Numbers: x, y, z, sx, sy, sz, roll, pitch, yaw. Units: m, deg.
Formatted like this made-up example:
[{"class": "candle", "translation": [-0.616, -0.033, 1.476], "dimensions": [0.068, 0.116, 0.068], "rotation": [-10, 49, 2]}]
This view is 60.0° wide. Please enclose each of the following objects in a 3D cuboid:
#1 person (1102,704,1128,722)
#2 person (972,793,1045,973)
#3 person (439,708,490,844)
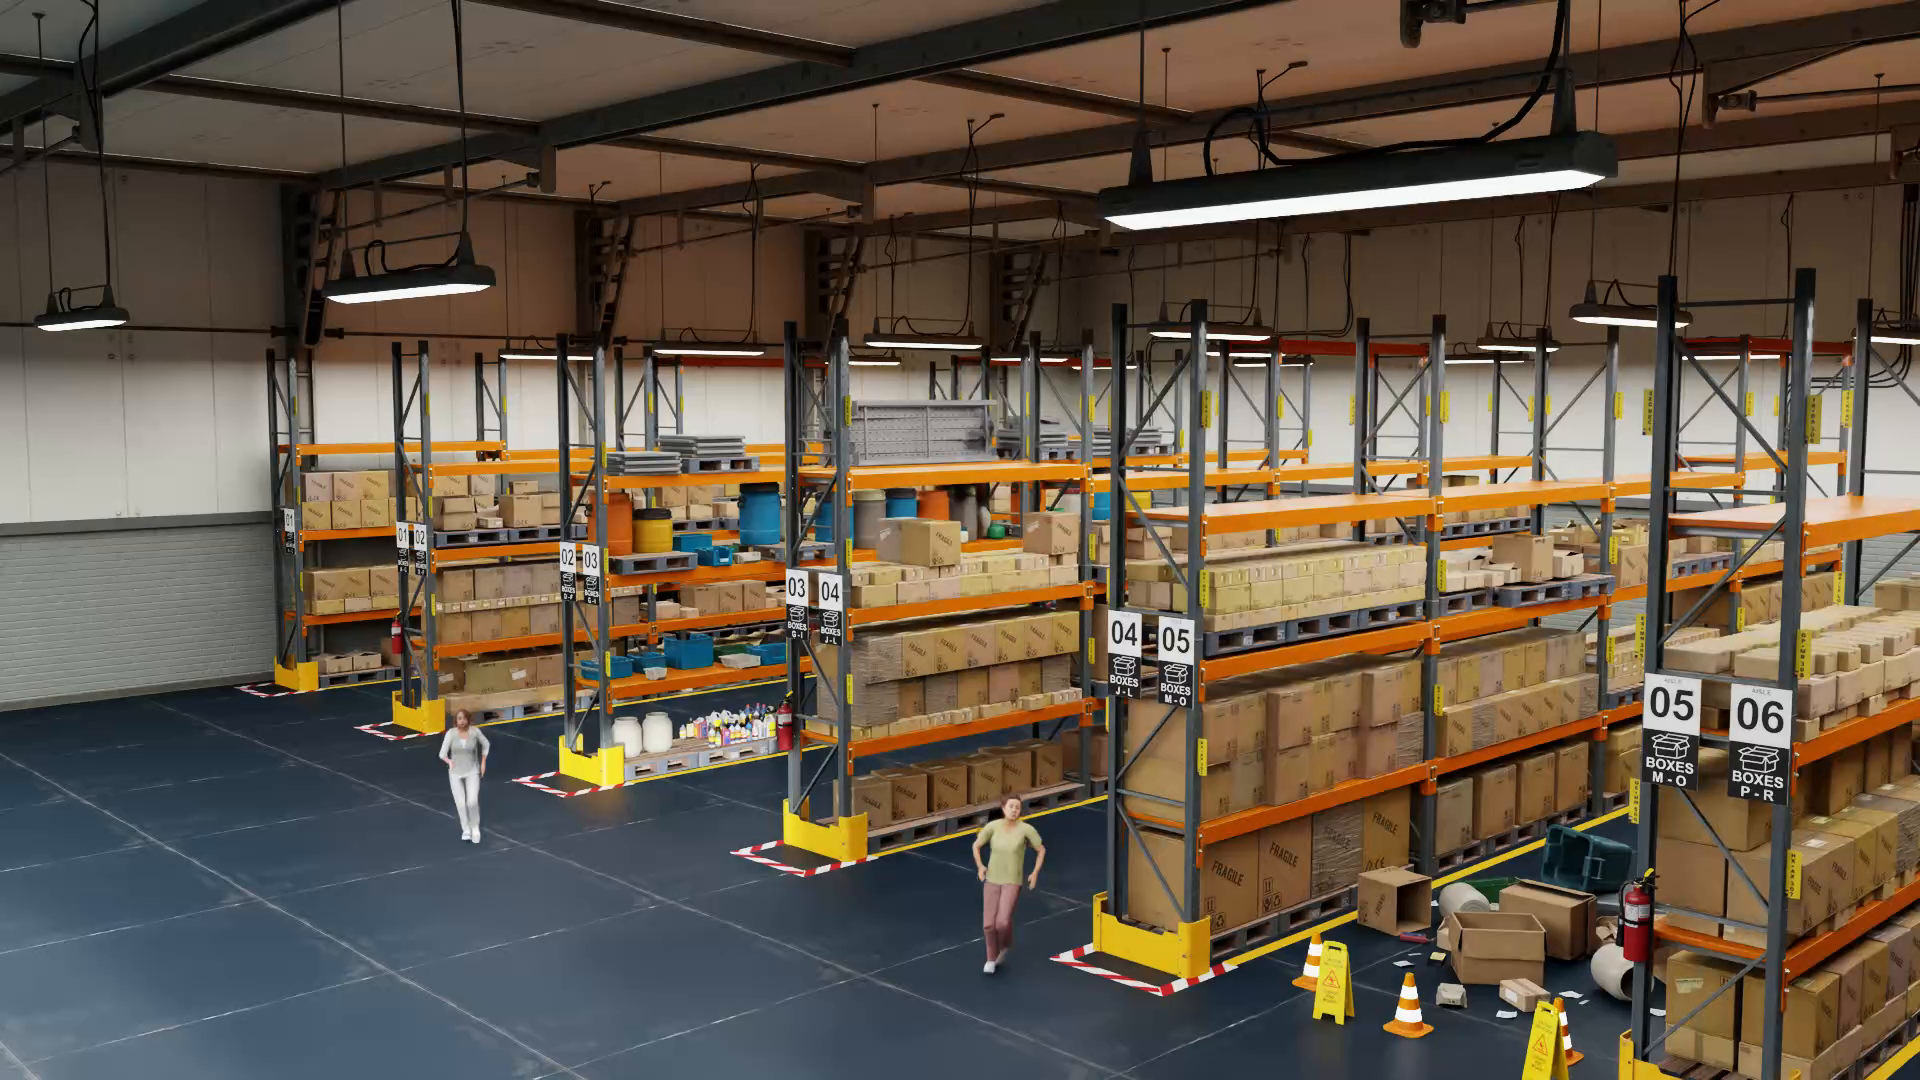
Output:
[{"class": "person", "translation": [2.420, 2.144, 25.219], "dimensions": [0.849, 1.720, 0.673], "rotation": [-5, 7, -44]}, {"class": "person", "translation": [0.413, 3.074, 14.858], "dimensions": [0.650, 1.629, 0.502], "rotation": [1, 5, 12]}, {"class": "person", "translation": [-5.703, 2.721, 19.128], "dimensions": [0.540, 1.583, 0.628], "rotation": [-1, 5, -10]}]
